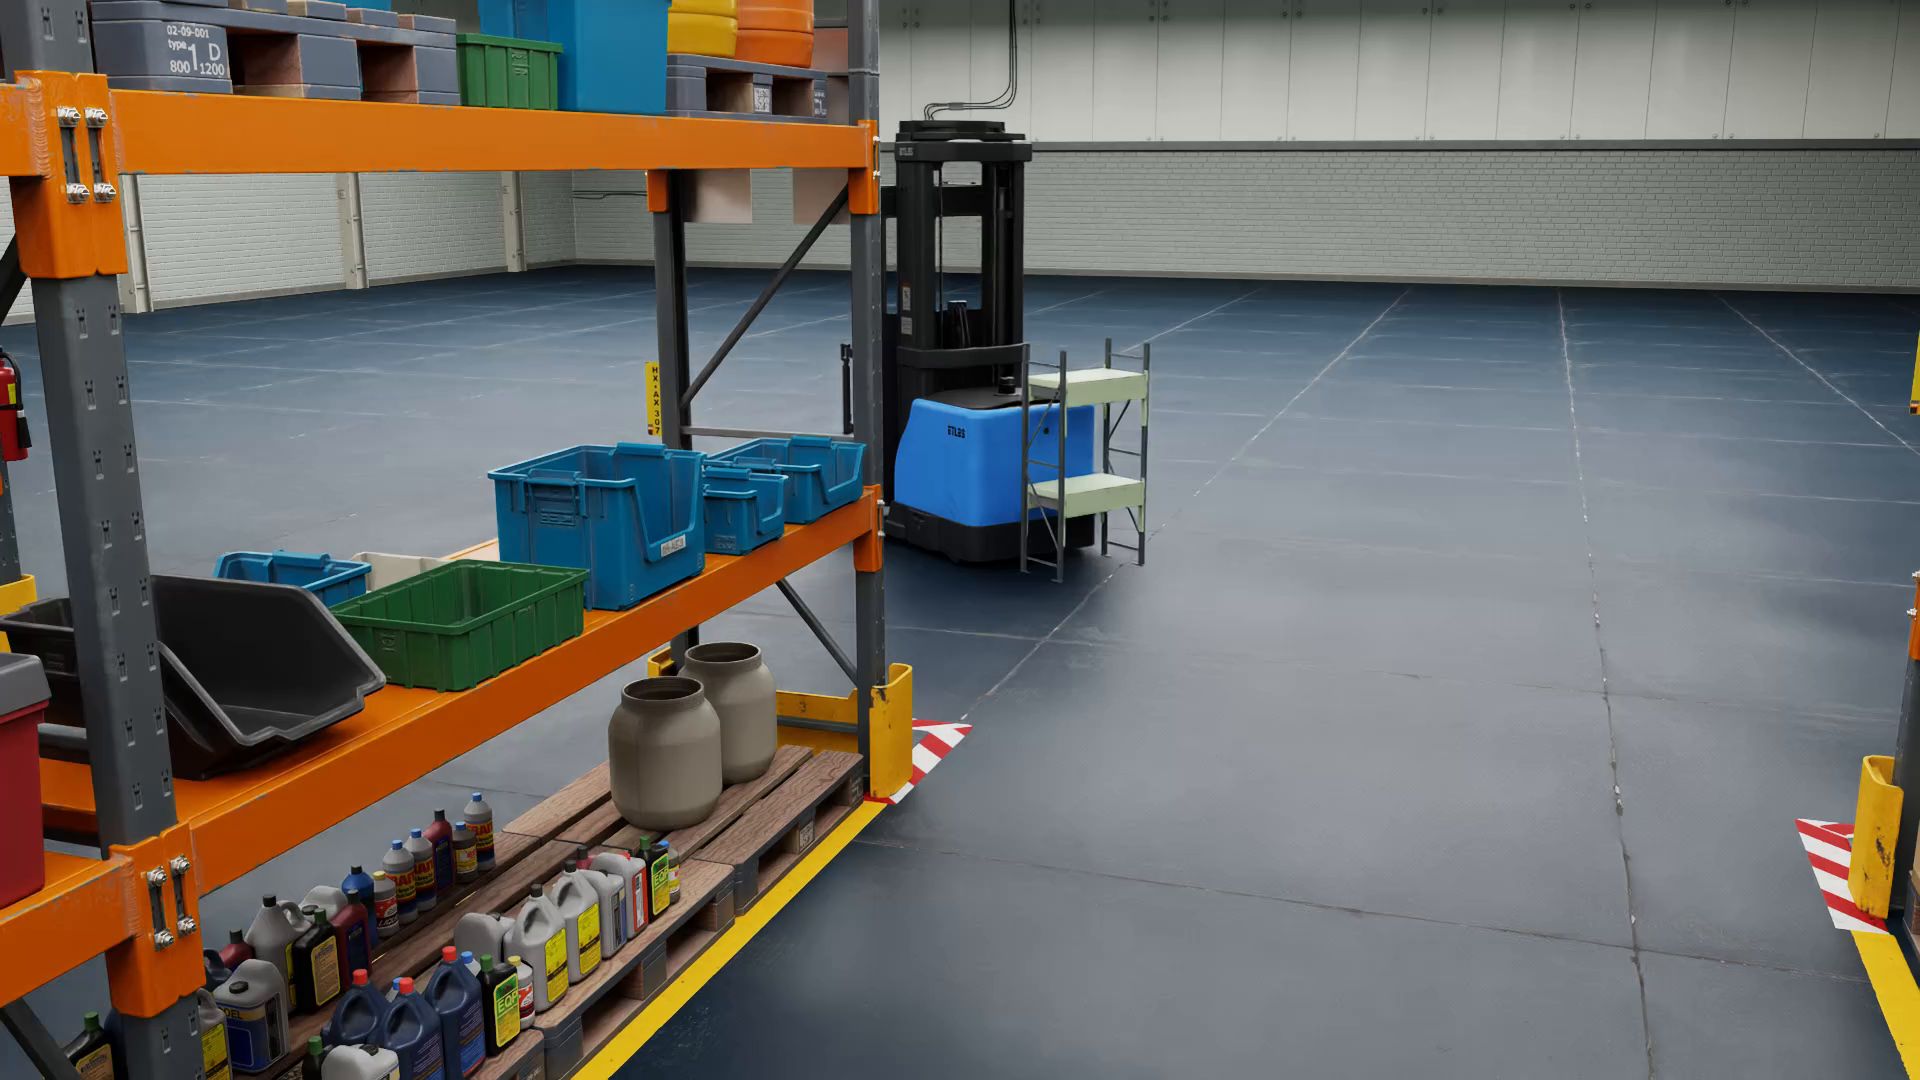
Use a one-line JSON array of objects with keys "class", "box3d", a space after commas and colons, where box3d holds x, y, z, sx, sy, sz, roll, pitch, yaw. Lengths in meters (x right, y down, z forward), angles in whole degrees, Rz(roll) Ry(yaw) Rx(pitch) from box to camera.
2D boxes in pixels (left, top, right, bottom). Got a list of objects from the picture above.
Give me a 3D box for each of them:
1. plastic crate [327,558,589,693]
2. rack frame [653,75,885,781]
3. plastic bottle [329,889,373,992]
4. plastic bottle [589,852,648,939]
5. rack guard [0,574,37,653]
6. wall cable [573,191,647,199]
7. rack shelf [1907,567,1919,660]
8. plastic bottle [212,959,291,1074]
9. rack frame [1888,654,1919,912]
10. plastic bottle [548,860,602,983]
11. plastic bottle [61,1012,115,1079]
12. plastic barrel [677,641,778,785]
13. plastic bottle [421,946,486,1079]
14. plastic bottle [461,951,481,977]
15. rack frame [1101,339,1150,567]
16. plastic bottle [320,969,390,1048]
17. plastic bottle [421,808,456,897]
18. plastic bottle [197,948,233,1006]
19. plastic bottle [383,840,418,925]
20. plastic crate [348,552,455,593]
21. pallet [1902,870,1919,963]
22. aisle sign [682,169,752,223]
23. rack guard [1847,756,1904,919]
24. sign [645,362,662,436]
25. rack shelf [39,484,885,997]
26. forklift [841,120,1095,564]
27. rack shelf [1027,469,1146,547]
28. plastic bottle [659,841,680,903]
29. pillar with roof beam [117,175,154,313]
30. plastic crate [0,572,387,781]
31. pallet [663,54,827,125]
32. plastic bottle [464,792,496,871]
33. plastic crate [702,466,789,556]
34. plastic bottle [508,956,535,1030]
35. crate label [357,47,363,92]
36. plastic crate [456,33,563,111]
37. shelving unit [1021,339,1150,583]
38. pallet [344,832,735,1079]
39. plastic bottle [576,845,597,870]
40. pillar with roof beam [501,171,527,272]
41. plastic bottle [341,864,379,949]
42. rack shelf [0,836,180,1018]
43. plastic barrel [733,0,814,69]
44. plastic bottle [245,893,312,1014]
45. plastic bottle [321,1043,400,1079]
[{"class": "plastic crate", "box3d": [-1.409, 0.232, 4.705, 0.450, 0.188, 0.662, 4, 14, 18]}, {"class": "rack frame", "box3d": [-0.821, -0.448, 7.209, 1.000, 3.000, 0.127, 4, 14, 18]}, {"class": "plastic bottle", "box3d": [-1.856, 1.213, 5.048, 0.061, 0.283, 0.133, 4, 14, 18]}, {"class": "plastic bottle", "box3d": [-1.108, 1.135, 5.406, 0.152, 0.276, 0.135, 4, 14, 19]}, {"class": "rack guard", "box3d": [-5.532, 0.430, 8.979, 1.175, 0.500, 0.348, 4, 14, 18]}, {"class": "wall cable", "box3d": [-8.750, -10.045, 42.754, 3.097, 2.526, 0.112, 4, 14, 18]}, {"class": "rack shelf", "box3d": [3.217, 0.682, 3.878, 1.077, 0.370, 4.000, 4, 14, 18]}, {"class": "plastic bottle", "box3d": [-1.969, 1.317, 4.611, 0.152, 0.276, 0.135, 4, 14, 18]}, {"class": "rack frame", "box3d": [3.864, -0.090, 5.643, 1.000, 3.000, 0.127, 4, 14, 18]}, {"class": "plastic bottle", "box3d": [-1.203, 1.163, 5.116, 0.144, 0.351, 0.185, 5, 14, 21]}, {"class": "plastic bottle", "box3d": [-2.272, 1.379, 4.320, 0.061, 0.283, 0.133, 5, 14, 21]}, {"class": "plastic barrel", "box3d": [-0.962, 0.705, 6.807, 0.421, 0.512, 0.421, 0, 13, 0]}, {"class": "plastic bottle", "box3d": [-1.401, 1.292, 4.552, 0.144, 0.351, 0.185, 4, 13, 16]}, {"class": "plastic bottle", "box3d": [-1.388, 1.297, 4.709, 0.097, 0.271, 0.097, 0, 13, 0]}, {"class": "rack frame", "box3d": [1.110, -0.588, 11.195, 0.023, 1.500, 0.400, -10, 16, -37]}, {"class": "plastic bottle", "box3d": [-1.598, 1.321, 4.424, 0.144, 0.351, 0.185, 4, 14, 18]}, {"class": "plastic bottle", "box3d": [-1.793, 1.068, 5.685, 0.061, 0.283, 0.133, 5, 14, 19]}, {"class": "plastic bottle", "box3d": [-2.118, 1.275, 4.626, 0.144, 0.351, 0.185, 4, 13, 16]}, {"class": "plastic bottle", "box3d": [-1.846, 1.120, 5.480, 0.097, 0.271, 0.097, 0, 13, 0]}, {"class": "plastic crate", "box3d": [-1.830, 0.163, 5.126, 0.530, 0.136, 0.437, 4, 14, 18]}, {"class": "pallet", "box3d": [3.657, 1.433, 5.234, 1.003, 0.211, 1.213, 4, 14, 18]}, {"class": "aisle sign", "box3d": [-1.075, -1.751, 7.078, 0.394, 0.787, 0.004, 4, 14, 18]}, {"class": "rack guard", "box3d": [3.872, 1.123, 5.943, 1.175, 0.500, 0.348, 4, 14, 18]}, {"class": "sign", "box3d": [-1.340, -0.623, 7.355, 0.100, 0.325, 0.005, 4, 14, 18]}, {"class": "rack shelf", "box3d": [-1.468, 0.324, 5.444, 1.077, 0.370, 4.000, 4, 14, 18]}, {"class": "forklift", "box3d": [-0.274, -1.550, 12.191, 1.130, 2.935, 3.031, -8, 15, -31]}, {"class": "rack shelf", "box3d": [0.823, -0.220, 11.046, 0.720, 0.370, 0.431, -10, 16, -37]}, {"class": "plastic bottle", "box3d": [-1.001, 1.120, 5.638, 0.097, 0.201, 0.097, 0, 13, 0]}, {"class": "pillar with roof beam", "box3d": [-10.763, -8.197, 27.680, 9.100, 9.000, 0.400, 4, 14, 18]}, {"class": "plastic crate", "box3d": [-1.826, 0.324, 3.968, 0.767, 0.338, 0.504, 4, 14, 18]}, {"class": "pallet", "box3d": [-1.181, -1.651, 6.163, 1.003, 0.211, 1.213, 4, 14, 18]}, {"class": "plastic bottle", "box3d": [-1.703, 1.027, 5.889, 0.097, 0.271, 0.097, 0, 13, 0]}, {"class": "plastic crate", "box3d": [-0.916, -0.112, 6.072, 0.499, 0.251, 0.408, 4, 14, 18]}, {"class": "plastic bottle", "box3d": [-1.287, 1.307, 4.823, 0.097, 0.201, 0.097, 0, 13, 0]}, {"class": "crate label", "box3d": [-1.739, -1.467, 5.269, 0.502, 0.251, 0.408, 4, 14, 18]}, {"class": "plastic crate", "box3d": [-1.347, -1.277, 4.578, 0.336, 0.188, 0.450, 4, 14, 18]}, {"class": "shelving unit", "box3d": [0.823, -0.538, 10.974, 0.755, 1.500, 0.431, -10, 16, -37]}, {"class": "pallet", "box3d": [-1.466, 1.358, 5.564, 1.003, 0.211, 1.213, 4, 14, 18]}, {"class": "plastic bottle", "box3d": [-1.209, 1.124, 5.439, 0.061, 0.283, 0.133, 4, 14, 18]}, {"class": "pillar with roof beam", "box3d": [-6.881, -10.724, 38.750, 9.100, 9.000, 0.548, 4, 14, 18]}, {"class": "plastic bottle", "box3d": [-1.912, 1.163, 5.294, 0.097, 0.271, 0.097, 0, 13, 0]}, {"class": "rack shelf", "box3d": [-2.763, 1.166, 1.754, 1.077, 0.370, 4.000, 4, 14, 18]}, {"class": "plastic barrel", "box3d": [-0.858, -2.213, 6.292, 0.600, 0.830, 0.708, 4, 14, 18]}, {"class": "plastic bottle", "box3d": [-2.013, 1.207, 4.924, 0.144, 0.351, 0.185, 4, 14, 18]}, {"class": "plastic bottle", "box3d": [-1.519, 1.402, 4.235, 0.152, 0.276, 0.135, 5, 14, 20]}]
